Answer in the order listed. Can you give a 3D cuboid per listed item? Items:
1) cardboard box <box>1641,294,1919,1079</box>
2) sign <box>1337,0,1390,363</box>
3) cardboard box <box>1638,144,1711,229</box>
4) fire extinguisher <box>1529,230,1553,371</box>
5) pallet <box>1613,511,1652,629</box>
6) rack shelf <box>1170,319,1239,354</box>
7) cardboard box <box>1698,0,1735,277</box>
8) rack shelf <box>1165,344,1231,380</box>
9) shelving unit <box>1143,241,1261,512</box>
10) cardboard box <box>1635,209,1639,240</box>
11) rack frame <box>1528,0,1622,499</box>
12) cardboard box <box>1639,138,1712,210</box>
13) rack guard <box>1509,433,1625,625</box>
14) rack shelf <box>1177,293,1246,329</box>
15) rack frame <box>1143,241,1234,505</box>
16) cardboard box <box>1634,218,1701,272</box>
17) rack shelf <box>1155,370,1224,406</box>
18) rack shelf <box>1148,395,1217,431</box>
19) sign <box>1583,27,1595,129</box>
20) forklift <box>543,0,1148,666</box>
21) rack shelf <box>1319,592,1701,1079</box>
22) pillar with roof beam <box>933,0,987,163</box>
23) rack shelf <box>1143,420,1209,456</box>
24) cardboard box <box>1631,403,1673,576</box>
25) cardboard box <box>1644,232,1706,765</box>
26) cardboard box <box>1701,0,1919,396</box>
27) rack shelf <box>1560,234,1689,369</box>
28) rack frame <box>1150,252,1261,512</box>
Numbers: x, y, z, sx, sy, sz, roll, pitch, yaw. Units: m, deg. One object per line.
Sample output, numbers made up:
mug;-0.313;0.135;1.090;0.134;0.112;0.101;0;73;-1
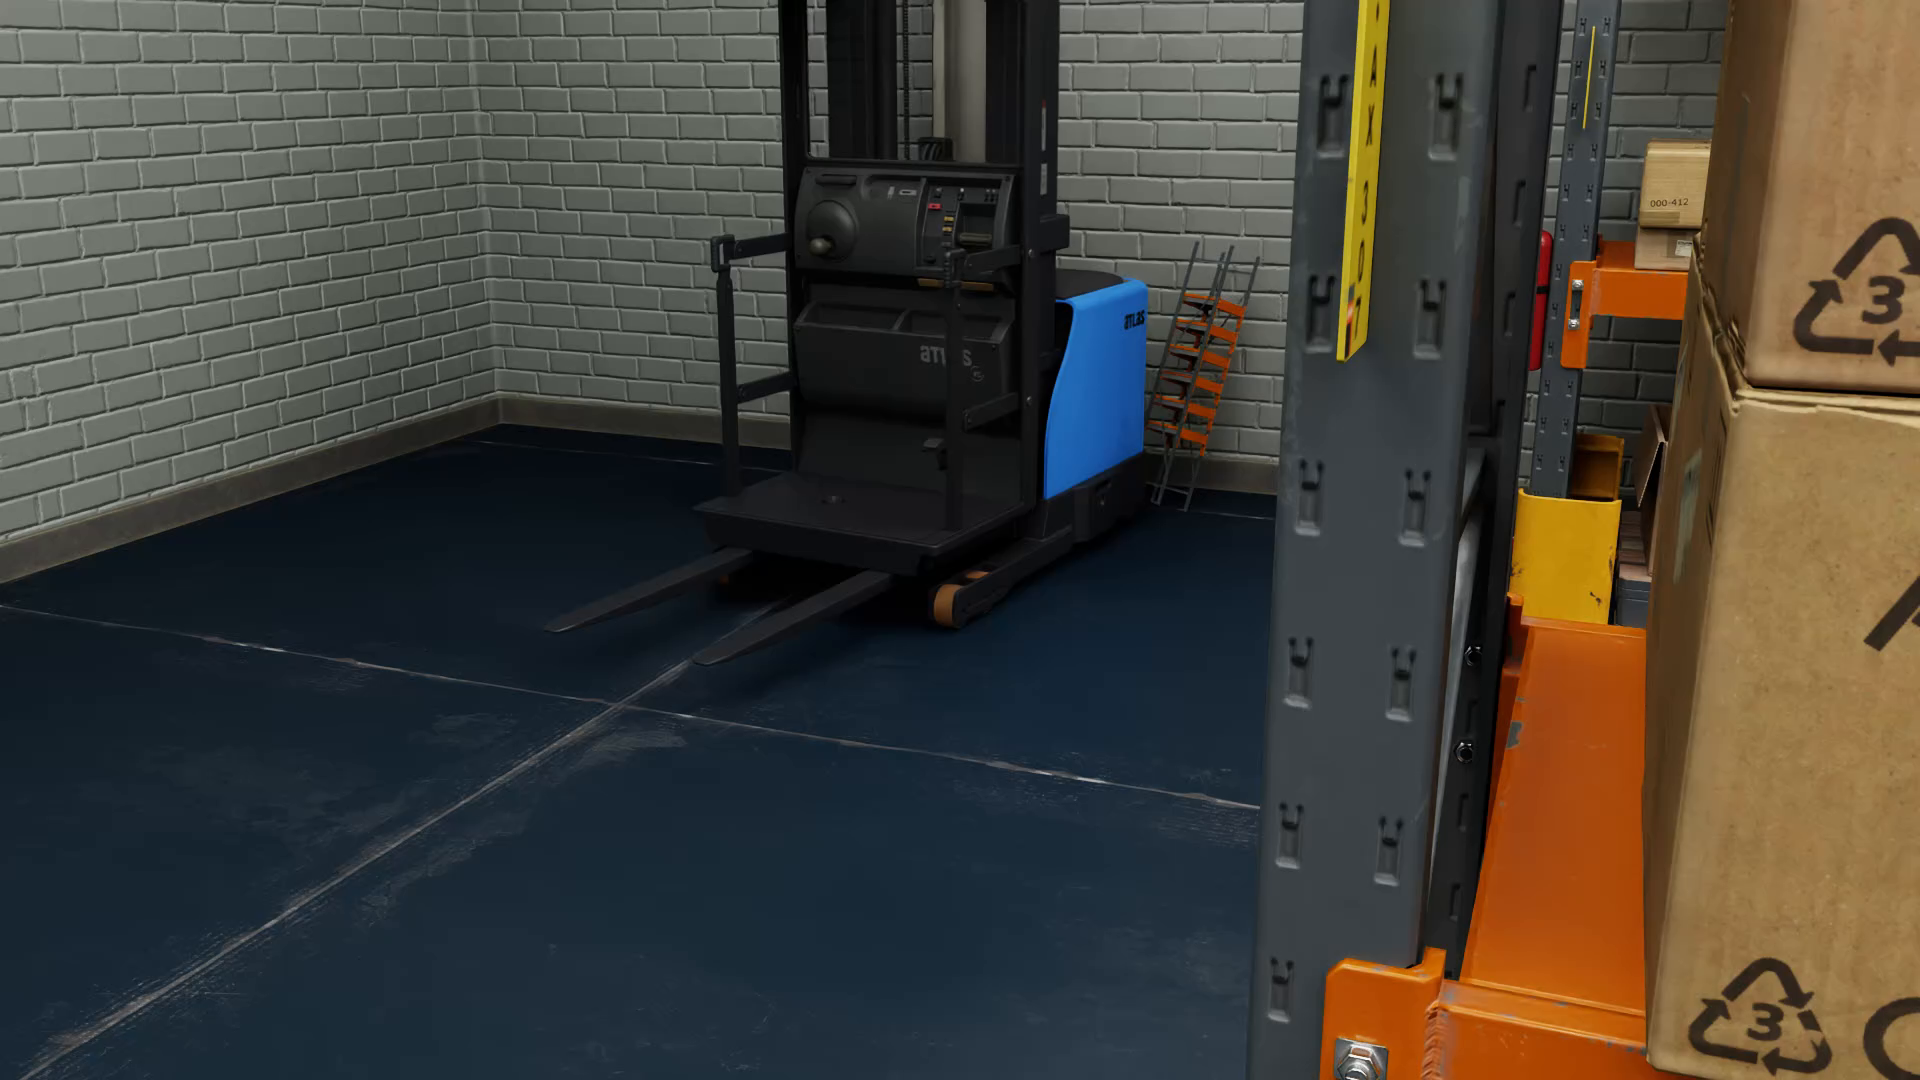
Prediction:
cardboard box;0.814;0.103;1.260;0.500;0.500;0.500;6;17;20
sign;0.264;-0.283;1.074;0.005;0.325;0.100;6;17;21
cardboard box;2.614;-1.215;5.714;0.500;0.250;0.500;6;17;21
fire extinguisher;1.985;-0.939;5.837;0.183;0.674;0.296;6;17;21
pallet;3.104;0.168;6.217;1.213;0.211;1.003;6;17;21
rack shelf;1.110;-0.934;7.587;0.180;0.103;0.258;12;5;-39
cardboard box;1.009;-0.513;1.589;0.500;0.500;0.500;7;18;22
rack shelf;1.078;-0.819;7.596;0.180;0.103;0.258;12;5;-39
shelving unit;1.058;-0.746;7.601;0.189;1.200;0.258;12;5;-39
cardboard box;2.698;-1.176;6.293;0.250;0.149;0.380;6;17;20
rack frame;2.291;-1.261;6.135;0.127;3.000;1.000;6;17;21
cardboard box;2.816;-1.353;6.190;0.500;0.250;0.500;7;18;22
rack guard;2.362;-0.052;6.457;0.348;0.500;1.175;6;17;21
rack shelf;1.142;-1.050;7.579;0.180;0.103;0.258;12;5;-39
rack frame;0.988;-0.762;7.543;0.006;1.200;0.240;12;5;-39
cardboard box;2.496;-1.035;5.810;0.250;0.149;0.380;6;17;20
rack shelf;1.046;-0.704;7.604;0.180;0.103;0.258;12;5;-39
rack shelf;1.013;-0.589;7.613;0.180;0.103;0.258;12;5;-39
sign;2.092;-1.536;5.530;0.005;0.325;0.100;6;17;21
forklift;-0.323;-1.227;6.145;1.130;2.935;3.031;9;18;28
rack shelf;2.334;0.577;1.095;4.000;0.370;1.077;6;17;21
pillar with roof beam;-1.466;-3.535;3.208;0.400;9.000;9.100;6;17;21
rack shelf;0.981;-0.473;7.621;0.180;0.103;0.258;12;5;-39
cardboard box;2.825;-0.176;6.125;0.637;0.503;0.797;6;17;18
cardboard box;1.019;-0.040;1.752;0.500;0.500;0.500;6;17;21
cardboard box;0.815;-0.378;1.123;0.500;0.500;0.500;6;17;19
rack shelf;4.152;-0.710;5.531;4.000;0.370;1.077;6;17;21
rack frame;1.127;-0.731;7.659;0.006;1.200;0.240;12;5;-39
